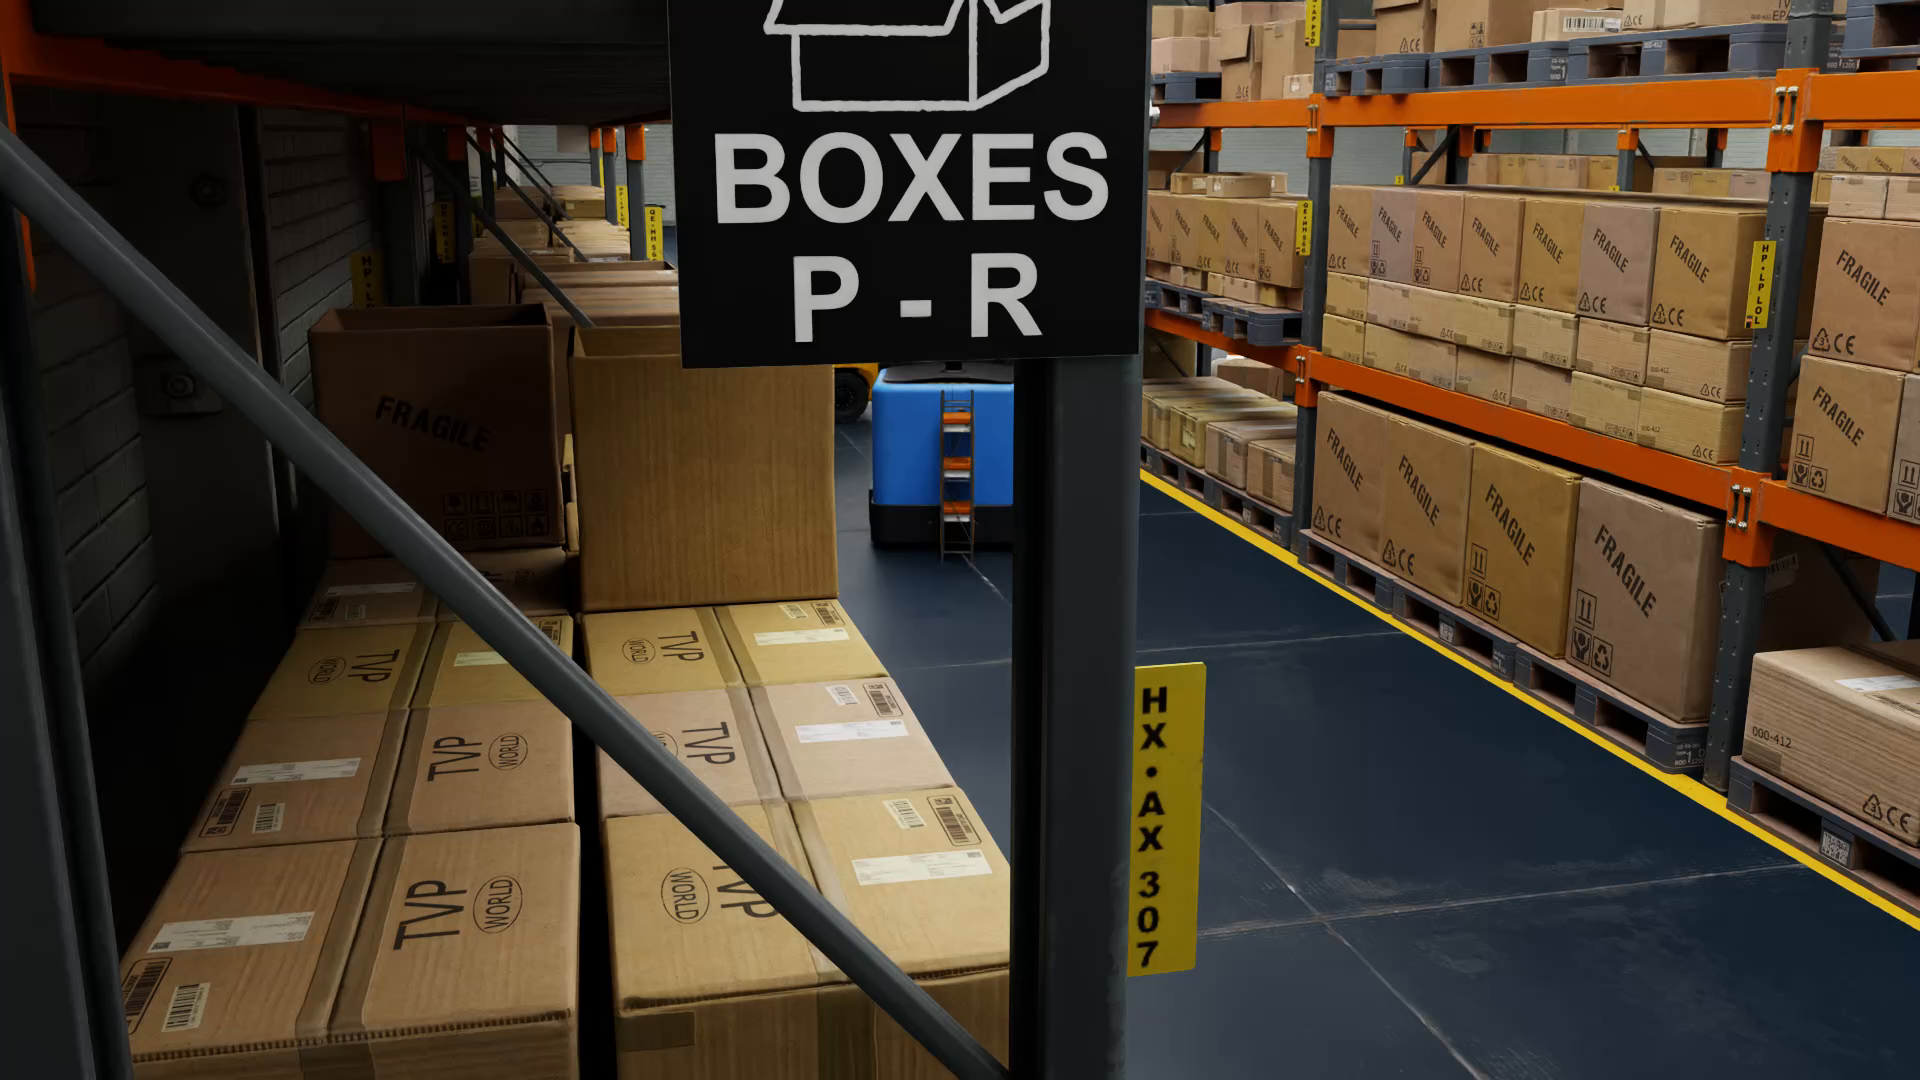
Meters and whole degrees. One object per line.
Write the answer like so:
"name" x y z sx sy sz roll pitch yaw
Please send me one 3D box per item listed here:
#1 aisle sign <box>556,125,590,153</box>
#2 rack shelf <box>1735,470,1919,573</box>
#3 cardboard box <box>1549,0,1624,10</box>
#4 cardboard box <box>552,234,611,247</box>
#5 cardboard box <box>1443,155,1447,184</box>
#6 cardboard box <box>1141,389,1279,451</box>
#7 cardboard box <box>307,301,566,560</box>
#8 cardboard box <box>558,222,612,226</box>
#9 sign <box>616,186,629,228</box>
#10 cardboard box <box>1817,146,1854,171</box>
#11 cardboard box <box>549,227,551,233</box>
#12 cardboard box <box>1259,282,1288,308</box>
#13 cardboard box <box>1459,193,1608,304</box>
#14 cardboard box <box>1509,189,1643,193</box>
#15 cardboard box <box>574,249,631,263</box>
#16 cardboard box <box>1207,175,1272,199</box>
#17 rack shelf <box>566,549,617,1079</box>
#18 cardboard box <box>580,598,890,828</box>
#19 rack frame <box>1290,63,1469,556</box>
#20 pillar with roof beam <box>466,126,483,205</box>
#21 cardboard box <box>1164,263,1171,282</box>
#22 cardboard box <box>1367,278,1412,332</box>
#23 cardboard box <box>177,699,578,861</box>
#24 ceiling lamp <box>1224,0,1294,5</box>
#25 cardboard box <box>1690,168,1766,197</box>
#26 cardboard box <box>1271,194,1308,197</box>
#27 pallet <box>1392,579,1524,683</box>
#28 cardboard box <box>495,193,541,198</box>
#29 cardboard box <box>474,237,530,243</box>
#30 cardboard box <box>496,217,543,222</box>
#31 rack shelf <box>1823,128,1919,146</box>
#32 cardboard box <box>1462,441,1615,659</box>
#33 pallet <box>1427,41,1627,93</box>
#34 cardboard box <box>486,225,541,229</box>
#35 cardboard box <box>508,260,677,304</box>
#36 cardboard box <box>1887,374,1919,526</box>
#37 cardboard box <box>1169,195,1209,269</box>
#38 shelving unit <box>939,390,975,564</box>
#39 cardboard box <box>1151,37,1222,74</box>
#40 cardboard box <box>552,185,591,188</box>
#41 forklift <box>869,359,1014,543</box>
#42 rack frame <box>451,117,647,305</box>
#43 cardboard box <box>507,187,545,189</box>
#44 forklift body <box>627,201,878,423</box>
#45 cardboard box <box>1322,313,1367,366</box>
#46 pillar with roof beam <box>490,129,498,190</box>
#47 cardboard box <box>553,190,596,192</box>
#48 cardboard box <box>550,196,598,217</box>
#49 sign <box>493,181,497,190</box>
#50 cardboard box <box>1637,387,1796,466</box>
"aisle sign" -3.826 -4.255 16.546 0.394 0.787 0.004 -3 14 -13
"rack shelf" 4.016 0.341 4.728 1.077 0.370 4.000 -3 14 -13
"cardboard box" 3.303 -2.712 8.292 0.500 0.500 0.500 -3 14 -13
"cardboard box" -2.474 -1.921 10.891 0.380 0.149 0.250 -3 14 -13
"cardboard box" 5.785 -3.926 18.083 0.875 0.550 0.550 -3 14 -13
"cardboard box" 1.966 -0.957 13.174 0.950 0.372 0.625 -2 14 -10
"cardboard box" -1.186 -0.270 3.821 0.500 0.500 0.500 -4 14 -15
"cardboard box" -2.782 -2.277 12.349 0.380 0.149 0.250 -3 14 -14
"sign" -2.631 -2.595 12.954 0.100 0.325 0.005 -3 14 -13
"cardboard box" 10.225 -4.327 19.375 0.500 0.500 0.500 -3 14 -13
"cardboard box" -3.873 -2.528 14.744 0.500 0.500 0.500 -3 14 -12
"cardboard box" 2.168 -1.595 10.780 0.380 0.149 0.250 -3 14 -12
"cardboard box" 2.833 -1.449 8.220 0.500 0.500 0.500 -3 14 -12
"cardboard box" 3.222 -1.590 8.796 0.500 0.500 0.500 -3 14 -13
"cardboard box" -2.005 -1.569 9.451 0.380 0.149 0.250 -3 14 -12
"cardboard box" 1.949 -2.467 11.614 0.380 0.149 0.250 -4 14 -16
"rack shelf" -0.808 0.618 3.592 1.077 0.370 4.000 -3 14 -13
"cardboard box" -0.423 0.306 3.044 0.500 0.250 0.500 -4 14 -14
"rack frame" 2.607 -1.393 10.308 1.000 3.000 0.127 -3 14 -13
"pillar with roof beam" -2.033 -7.288 21.799 9.100 9.000 0.400 -3 14 -13
"cardboard box" 1.757 -2.014 12.497 0.380 0.149 0.250 -3 14 -13
"cardboard box" 2.607 -1.313 9.243 0.500 0.250 0.500 -3 14 -12
"cardboard box" -0.824 0.448 2.461 0.500 0.250 0.500 -3 14 -13
"ceiling lamp" 7.716 -15.599 43.517 2.000 3.185 0.800 -3 14 -13
"cardboard box" 6.701 -2.916 14.226 0.700 0.500 0.500 -4 14 -14
"cardboard box" 2.356 -2.264 12.153 0.500 0.500 0.500 -4 14 -15
"pallet" 3.002 0.429 8.727 1.003 0.211 1.213 -3 14 -13
"cardboard box" -3.794 -2.900 14.274 0.380 0.149 0.250 -3 14 -14
"cardboard box" -2.912 -1.830 10.521 0.380 0.149 0.250 -4 14 -14
"cardboard box" -3.481 -2.462 13.105 0.380 0.149 0.250 -3 14 -13
"rack shelf" 10.831 -4.437 17.964 1.077 0.370 4.000 -3 14 -13
"cardboard box" 3.104 0.012 8.152 0.875 0.875 0.875 -3 14 -12
"pallet" 3.076 -2.355 8.323 1.003 0.211 1.213 -3 14 -11
"cardboard box" -3.212 -2.186 11.978 0.380 0.149 0.250 -3 14 -13
"cardboard box" -1.654 -1.003 7.611 0.797 0.503 0.637 -4 14 -14
"cardboard box" 3.517 -0.279 5.540 0.500 0.500 0.500 -3 14 -13
"cardboard box" 1.851 -2.240 12.054 0.500 0.500 0.500 -4 14 -15
"shelving unit" -0.016 -0.394 10.327 0.215 1.050 0.252 0 14 1
"cardboard box" 1.675 -3.515 12.105 0.500 0.250 0.500 -3 14 -14
"cardboard box" -3.807 -3.398 16.312 0.380 0.149 0.250 -3 14 -13
"forklift" -0.023 -1.698 11.702 1.130 2.935 3.031 0 14 1
"rack frame" -2.217 -1.115 9.172 1.000 3.000 0.127 -3 14 -13
"cardboard box" -4.120 -3.257 15.735 0.380 0.149 0.250 -3 14 -12
"forklift body" -1.877 -2.213 15.452 2.313 2.155 1.214 -3 14 -13
"cardboard box" 2.478 -1.193 9.806 0.500 0.250 0.500 -4 14 -14
"pillar with roof beam" -3.442 -8.673 27.464 9.100 9.000 0.400 -3 14 -13
"cardboard box" -3.441 -3.045 14.865 0.380 0.149 0.250 -3 14 -12
"cardboard box" -3.109 -2.691 13.416 0.380 0.149 0.250 -3 14 -12
"sign" -4.637 -3.390 16.493 0.100 0.325 0.005 -3 14 -13
"cardboard box" 3.196 -0.487 6.915 0.500 0.250 0.500 -4 14 -15
